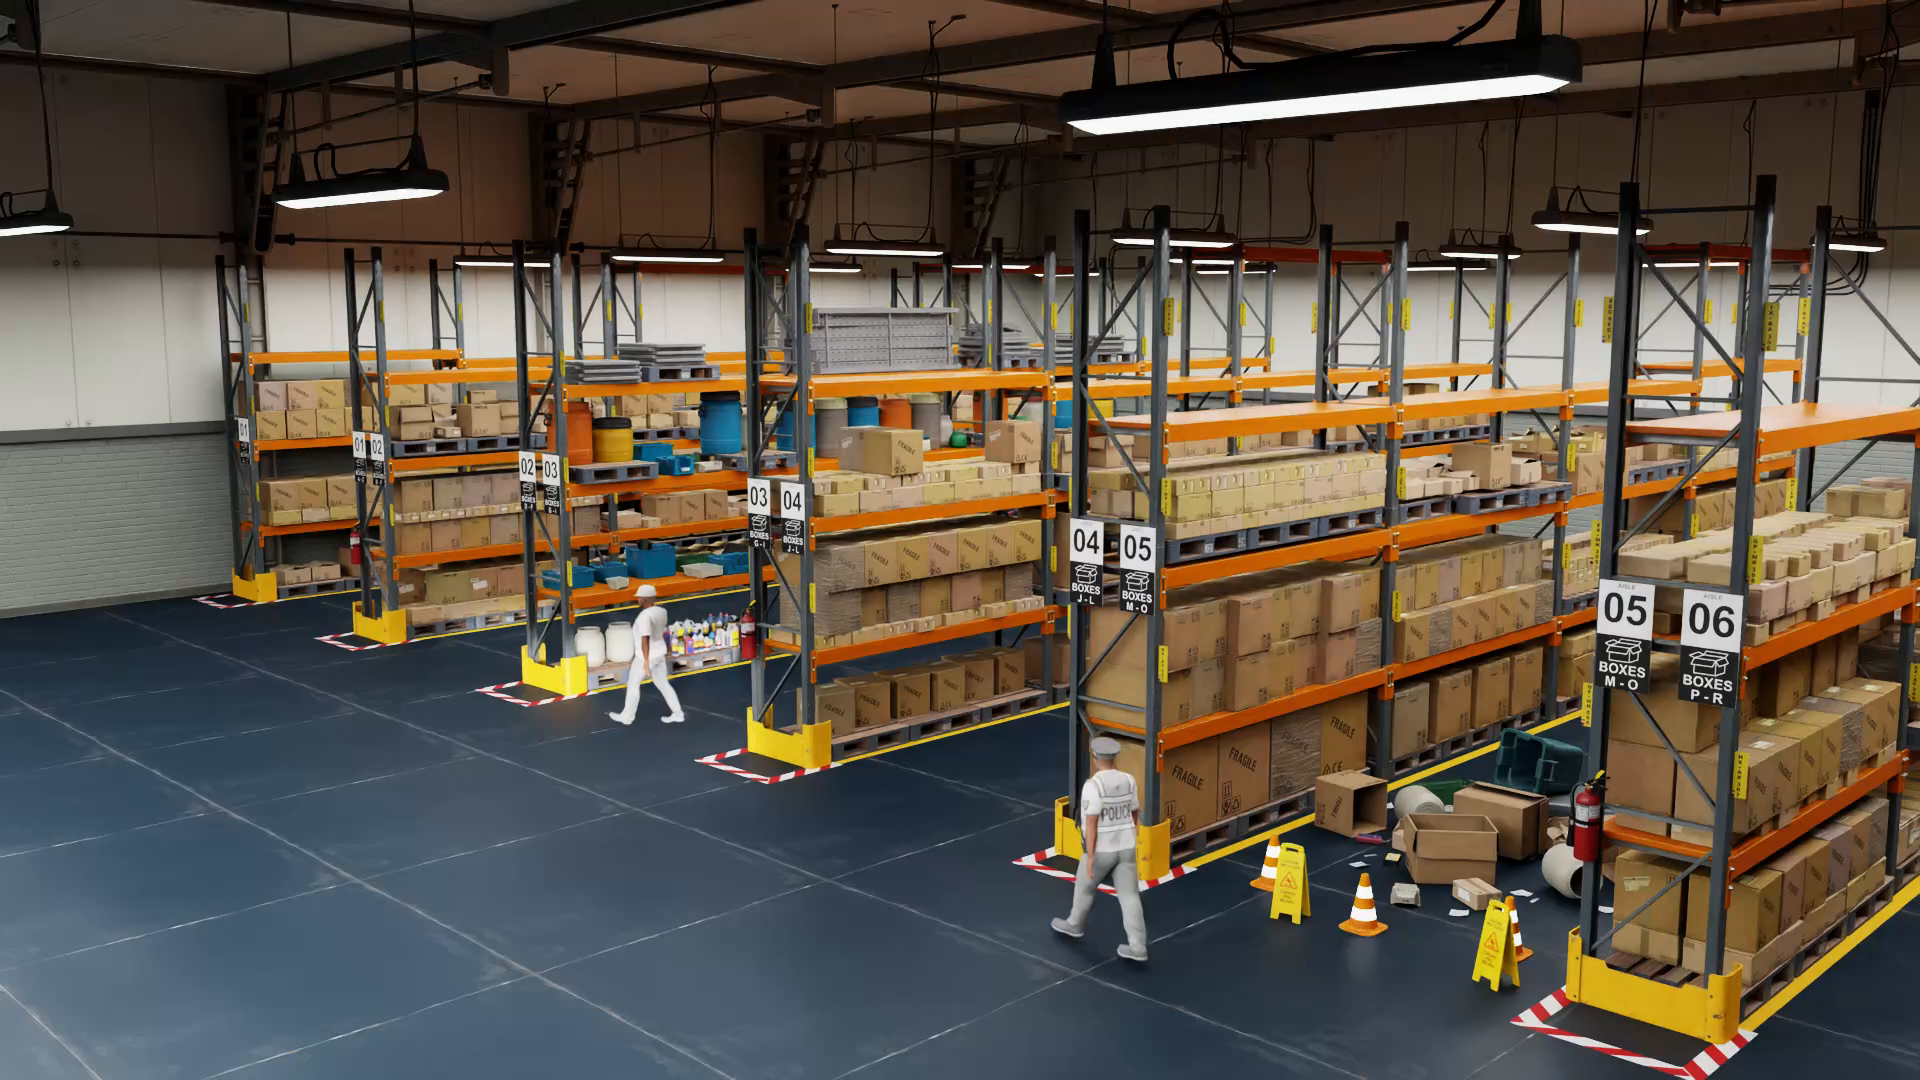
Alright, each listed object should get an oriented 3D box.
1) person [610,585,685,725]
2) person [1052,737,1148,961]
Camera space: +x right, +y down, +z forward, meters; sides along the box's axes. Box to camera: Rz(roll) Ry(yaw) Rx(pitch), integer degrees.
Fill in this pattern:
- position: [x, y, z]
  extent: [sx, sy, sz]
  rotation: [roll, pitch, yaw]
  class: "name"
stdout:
- position: [-3.849, 1.416, 20.516]
  extent: [0.896, 1.746, 0.563]
  rotation: [4, 9, 27]
  class: "person"
- position: [1.160, 2.426, 13.310]
  extent: [0.587, 1.691, 1.038]
  rotation: [-4, 9, -28]
  class: "person"
